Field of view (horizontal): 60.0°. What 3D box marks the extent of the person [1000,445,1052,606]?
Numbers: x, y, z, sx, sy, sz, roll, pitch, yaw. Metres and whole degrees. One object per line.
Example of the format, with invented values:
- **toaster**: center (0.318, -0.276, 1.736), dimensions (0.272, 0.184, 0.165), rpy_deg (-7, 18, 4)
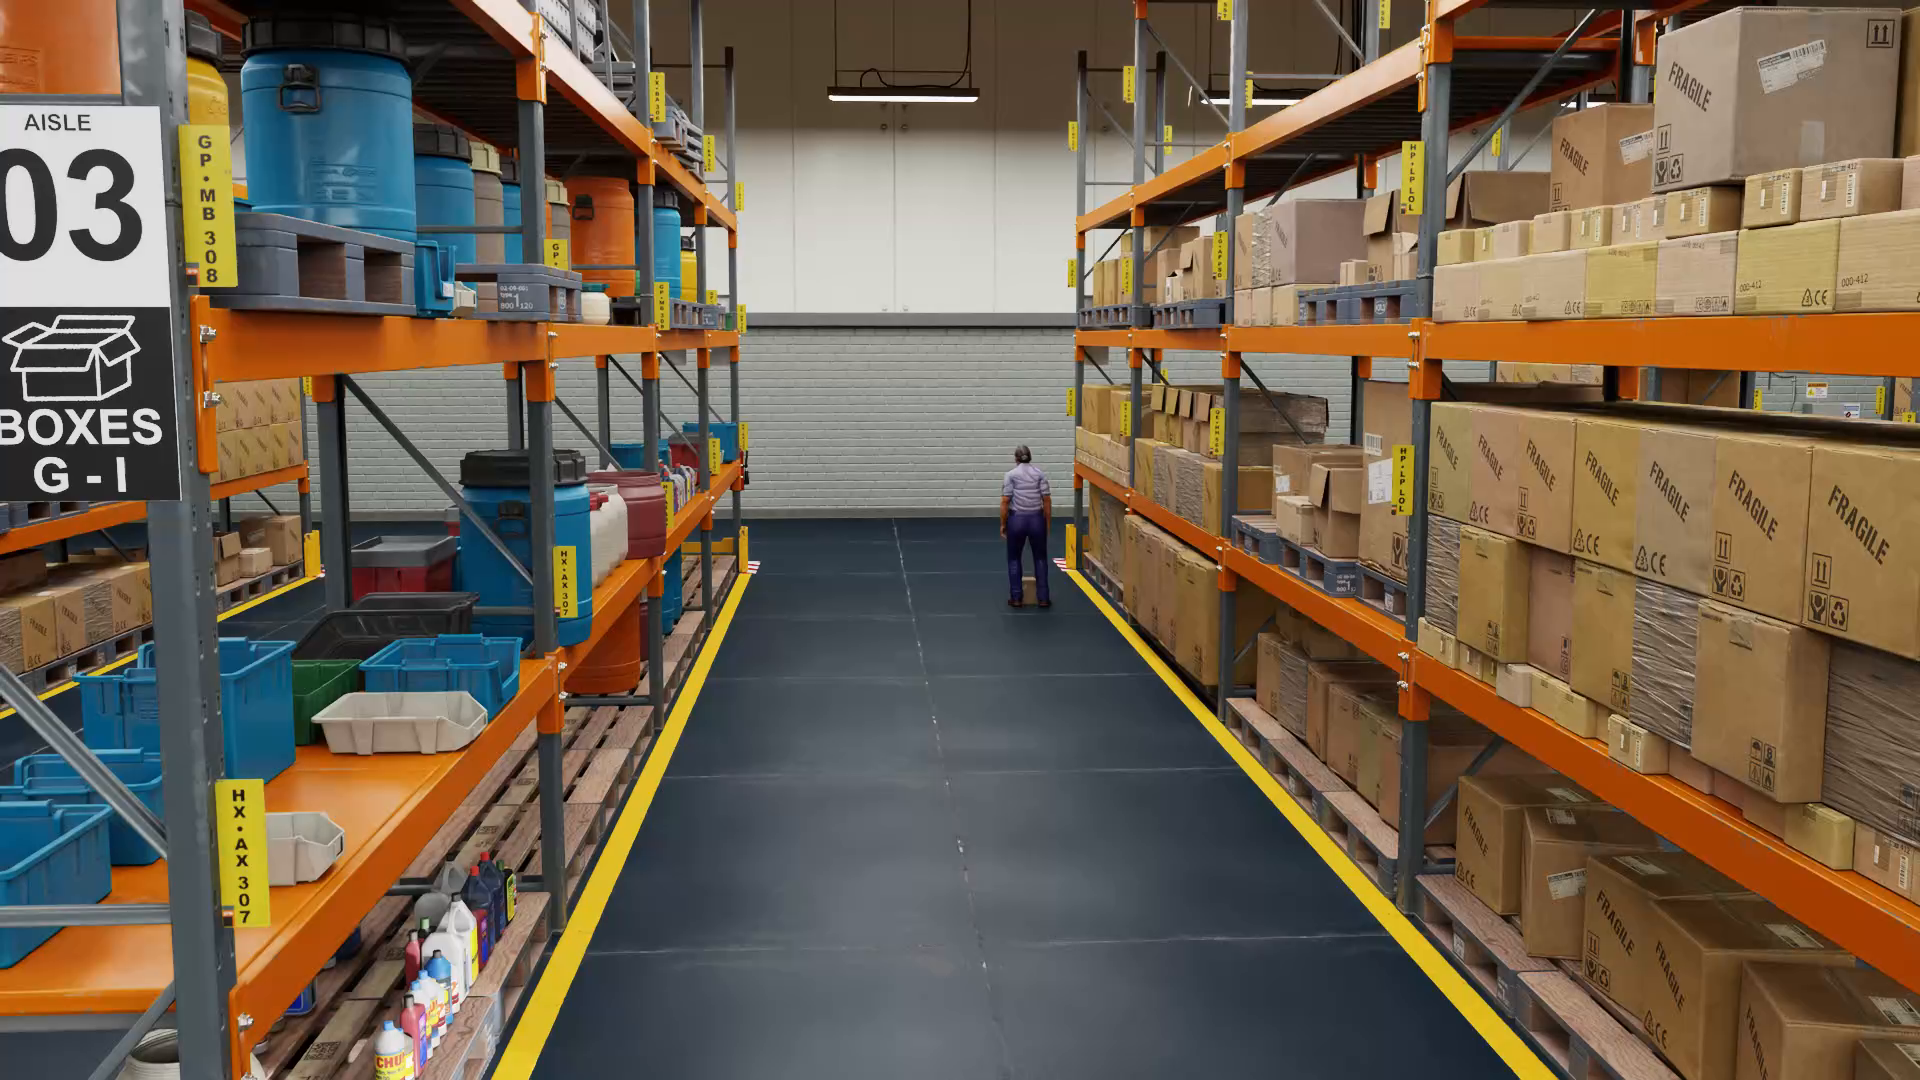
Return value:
- **person**: center (0.676, -0.145, 16.968), dimensions (0.564, 1.652, 0.423), rpy_deg (-1, 7, -7)
